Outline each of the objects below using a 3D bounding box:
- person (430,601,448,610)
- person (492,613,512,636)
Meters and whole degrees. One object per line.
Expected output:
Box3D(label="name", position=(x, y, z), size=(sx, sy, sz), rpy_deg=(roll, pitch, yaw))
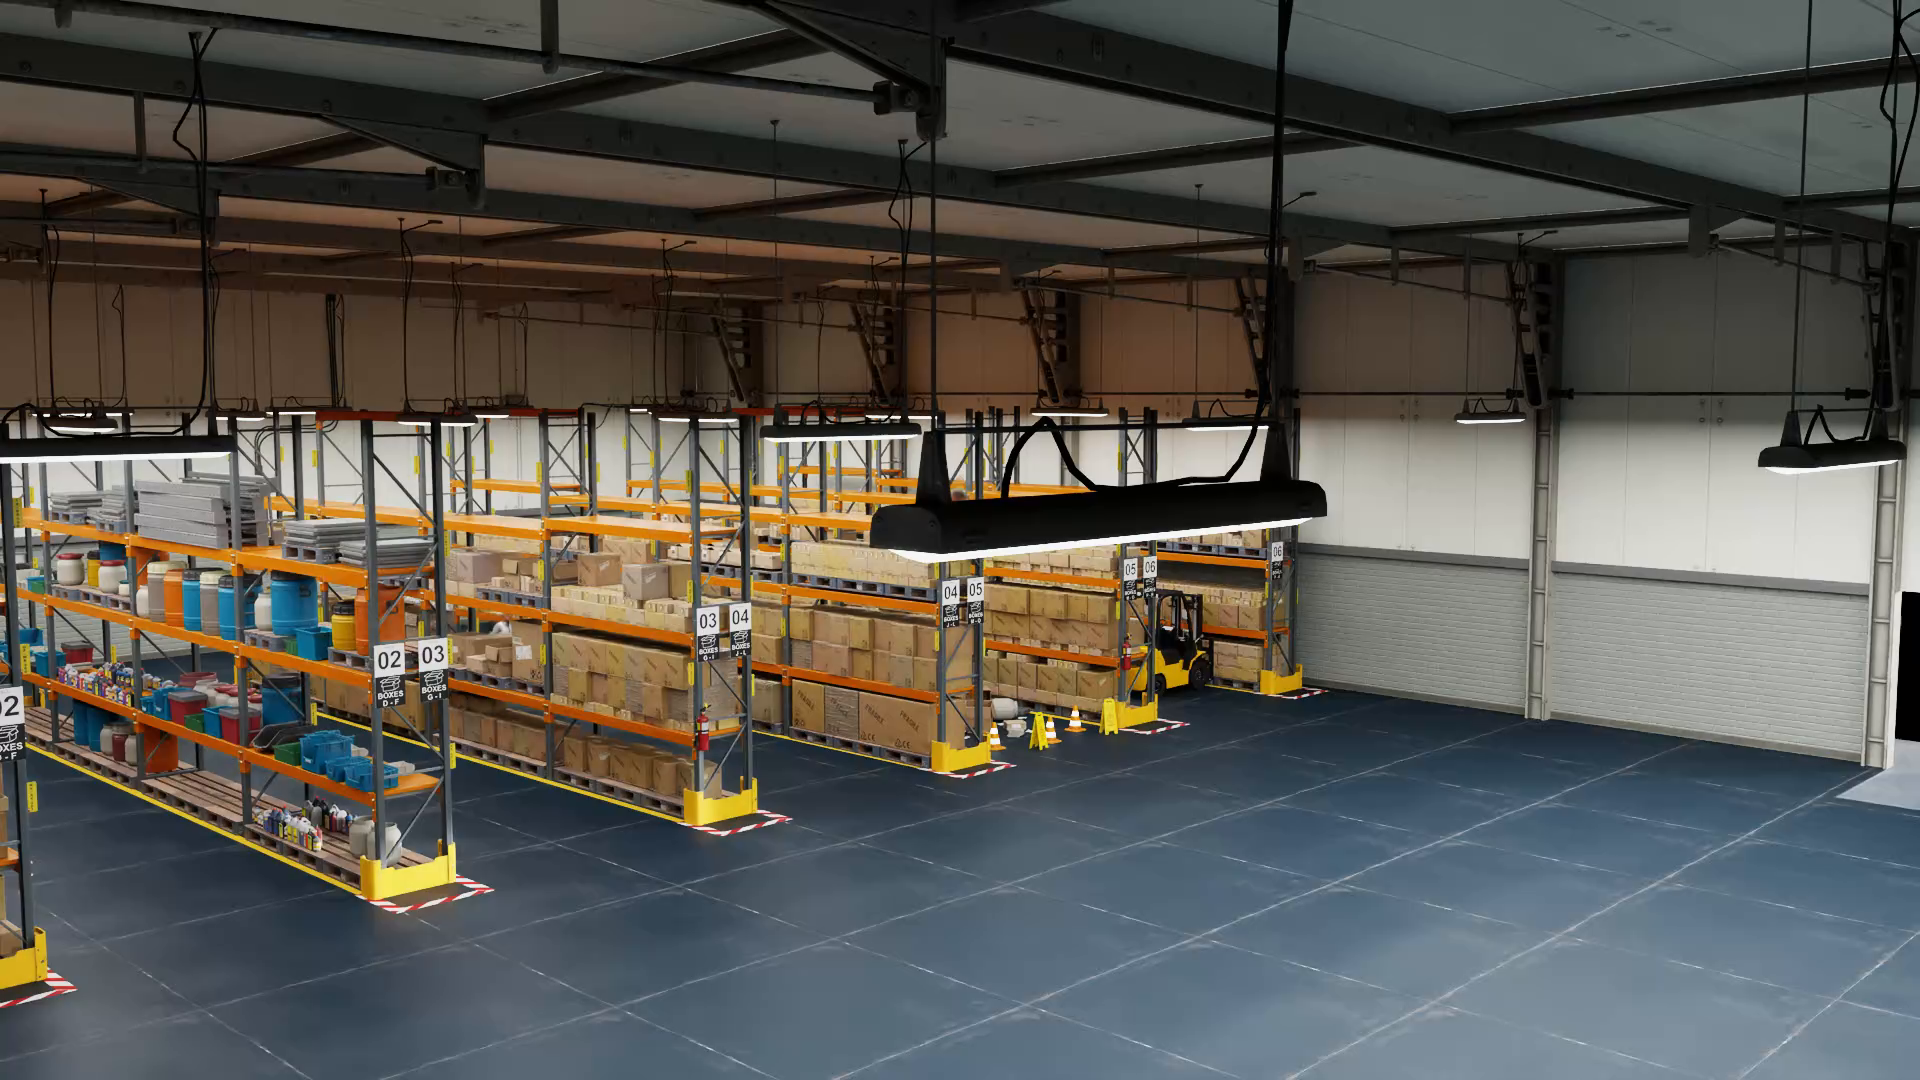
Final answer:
Box3D(label="person", position=(-12.675, 1.966, 39.958), size=(0.604, 1.676, 0.761), rpy_deg=(-3, 6, -29))
Box3D(label="person", position=(-9.660, 2.328, 35.254), size=(1.017, 1.781, 0.679), rpy_deg=(4, 6, 38))
